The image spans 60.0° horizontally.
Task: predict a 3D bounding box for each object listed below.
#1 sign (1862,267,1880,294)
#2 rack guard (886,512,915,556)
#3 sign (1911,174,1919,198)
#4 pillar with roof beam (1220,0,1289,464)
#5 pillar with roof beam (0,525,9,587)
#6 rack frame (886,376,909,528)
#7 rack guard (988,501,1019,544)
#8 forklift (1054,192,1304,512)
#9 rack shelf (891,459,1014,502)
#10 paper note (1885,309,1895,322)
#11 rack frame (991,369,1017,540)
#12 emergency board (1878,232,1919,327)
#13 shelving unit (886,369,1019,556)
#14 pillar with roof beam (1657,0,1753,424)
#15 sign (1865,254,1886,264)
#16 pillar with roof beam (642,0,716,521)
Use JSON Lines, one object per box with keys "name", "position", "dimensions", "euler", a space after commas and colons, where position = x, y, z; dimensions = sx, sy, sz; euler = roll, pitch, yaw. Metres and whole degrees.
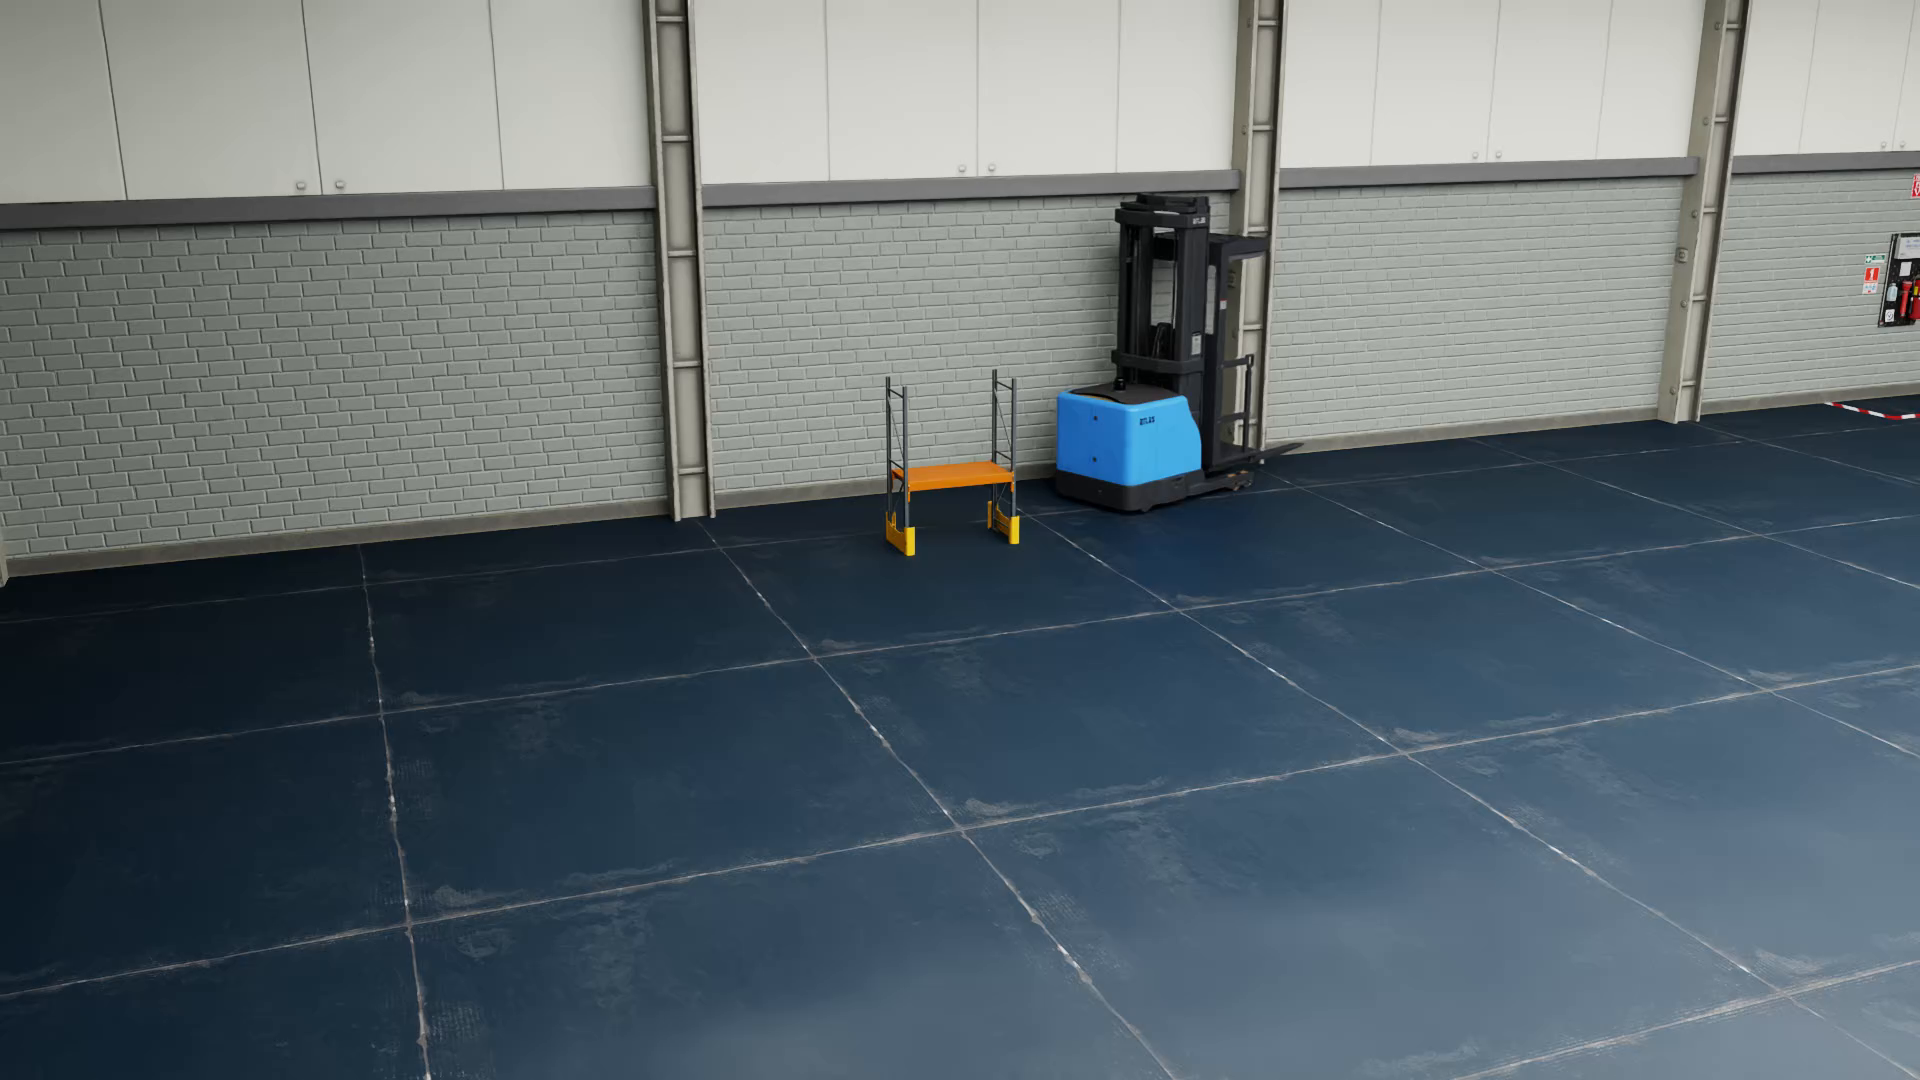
{"name": "sign", "position": [11.369, -3.241, 20.749], "dimensions": [0.234, 0.329, 0.001], "euler": [-6, 17, -20]}
{"name": "rack guard", "position": [-0.536, -0.062, 14.866], "dimensions": [0.087, 0.250, 0.587], "euler": [-6, 17, -20]}
{"name": "sign", "position": [11.879, -4.391, 20.612], "dimensions": [0.199, 0.298, 0.001], "euler": [-6, 17, -20]}
{"name": "pillar with roof beam", "position": [4.578, -4.028, 12.844], "dimensions": [0.400, 9.000, 9.100], "euler": [-6, 17, -20]}
{"name": "pillar with roof beam", "position": [-6.627, -2.818, 8.724], "dimensions": [0.400, 9.000, 9.100], "euler": [-6, 17, -20]}
{"name": "rack frame", "position": [-0.554, -0.660, 14.683], "dimensions": [0.032, 1.500, 0.500], "euler": [-6, 17, -20]}
{"name": "rack guard", "position": [0.394, -0.162, 15.208], "dimensions": [0.087, 0.250, 0.587], "euler": [-6, 17, -20]}
{"name": "forklift", "position": [2.356, -2.001, 16.711], "dimensions": [3.031, 2.935, 1.130], "euler": [-15, 22, -41]}
{"name": "rack shelf", "position": [-0.080, -0.538, 14.908], "dimensions": [1.000, 0.185, 0.538], "euler": [-6, 17, -20]}
{"name": "paper note", "position": [11.732, -2.831, 20.977], "dimensions": [0.142, 0.148, 0.016], "euler": [-6, 17, -20]}
{"name": "rack frame", "position": [0.395, -0.762, 15.032], "dimensions": [0.032, 1.500, 0.500], "euler": [-6, 17, -20]}
{"name": "emergency board", "position": [11.922, -3.253, 20.852], "dimensions": [0.643, 1.169, 0.194], "euler": [-6, 17, -20]}
{"name": "shelving unit", "position": [-0.071, -0.712, 14.861], "dimensions": [1.083, 1.500, 0.587], "euler": [-6, 17, -20]}
{"name": "pillar with roof beam", "position": [10.181, -4.633, 14.904], "dimensions": [0.400, 9.000, 9.100], "euler": [-6, 17, -20]}
{"name": "sign", "position": [11.376, -3.494, 20.668], "dimensions": [0.331, 0.109, 0.001], "euler": [-6, 17, -20]}
{"name": "pillar with roof beam", "position": [-1.024, -3.423, 10.784], "dimensions": [0.400, 9.000, 9.100], "euler": [-6, 17, -20]}
